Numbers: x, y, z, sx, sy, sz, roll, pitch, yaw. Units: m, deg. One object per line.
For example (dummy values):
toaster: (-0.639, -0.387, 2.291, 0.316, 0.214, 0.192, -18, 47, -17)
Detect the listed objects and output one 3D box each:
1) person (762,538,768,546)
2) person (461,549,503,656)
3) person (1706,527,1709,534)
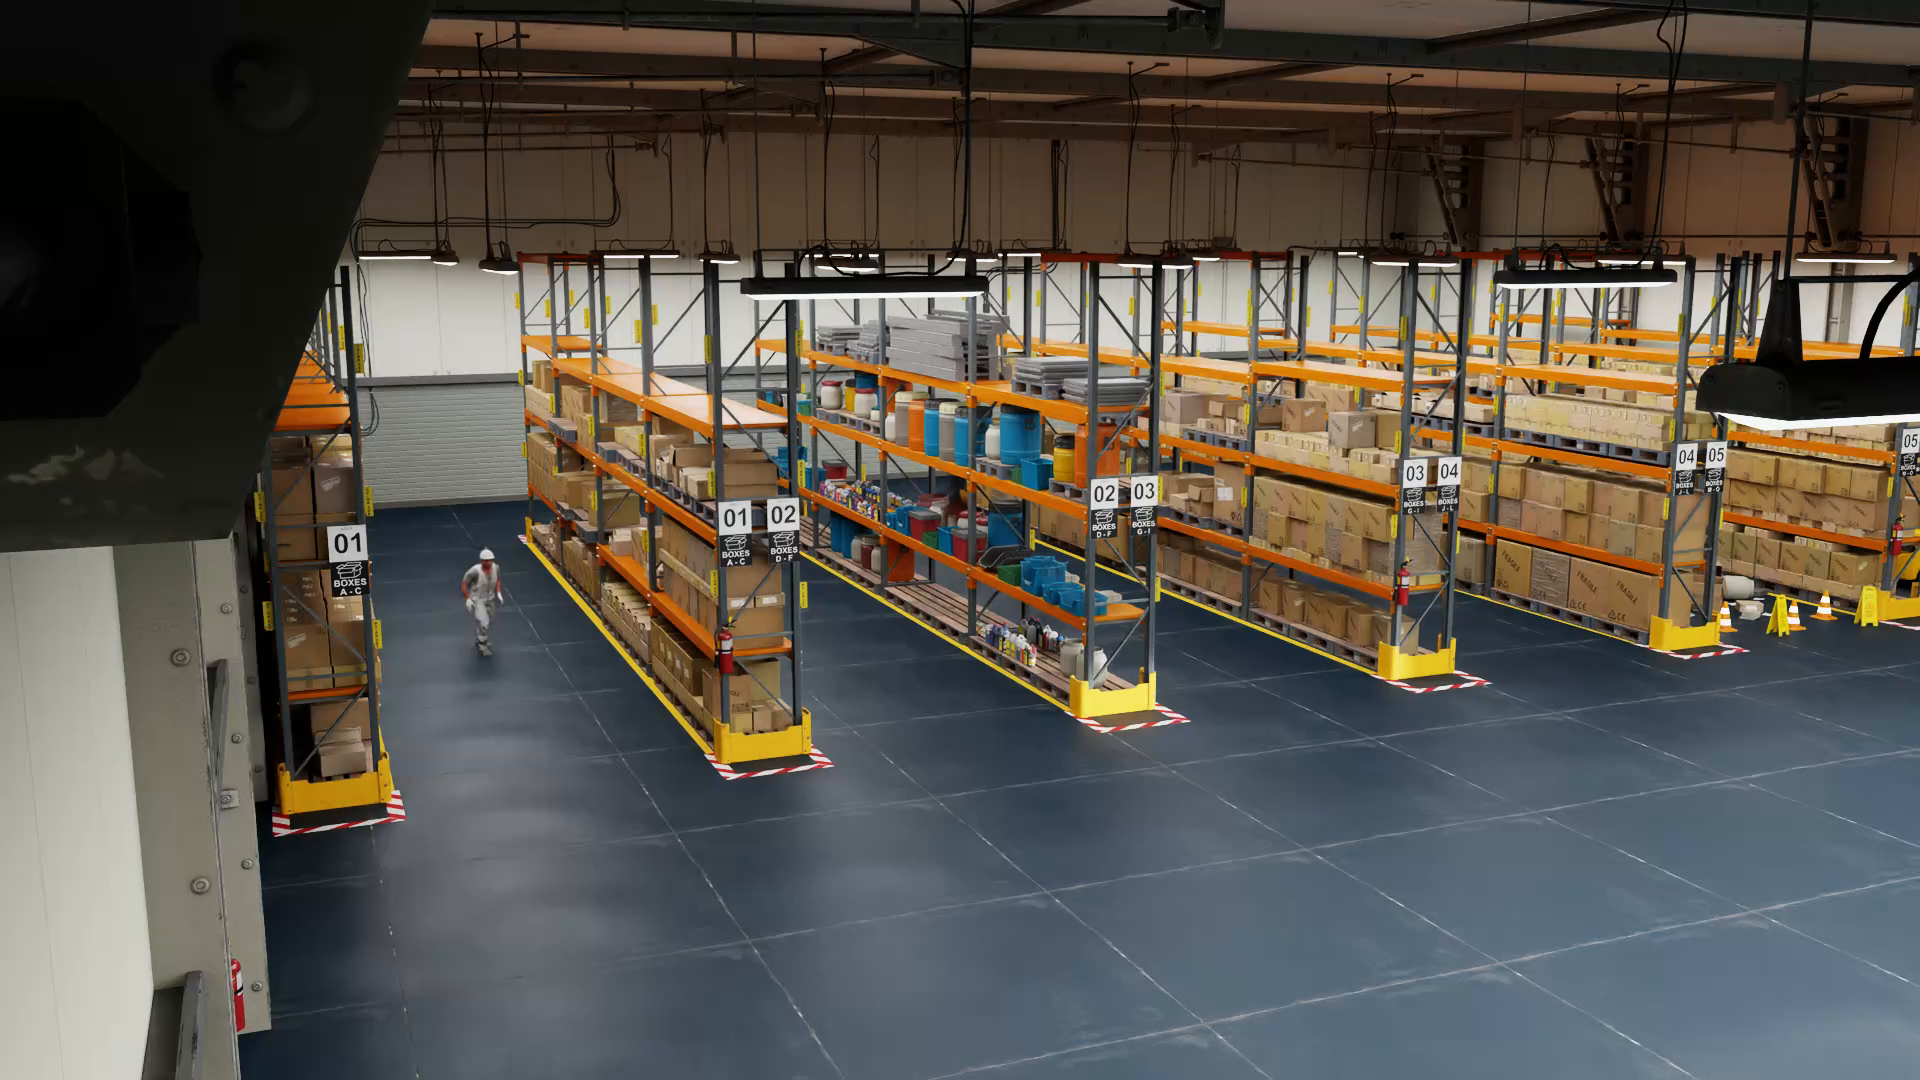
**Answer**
person: (-3.592, -0.241, 31.430, 0.646, 1.734, 0.648, -4, 11, -22)
person: (-7.293, 0.920, 25.328, 0.839, 1.665, 0.687, 7, 13, 34)
person: (15.093, -0.697, 33.865, 0.643, 1.710, 1.012, -7, 12, -33)
